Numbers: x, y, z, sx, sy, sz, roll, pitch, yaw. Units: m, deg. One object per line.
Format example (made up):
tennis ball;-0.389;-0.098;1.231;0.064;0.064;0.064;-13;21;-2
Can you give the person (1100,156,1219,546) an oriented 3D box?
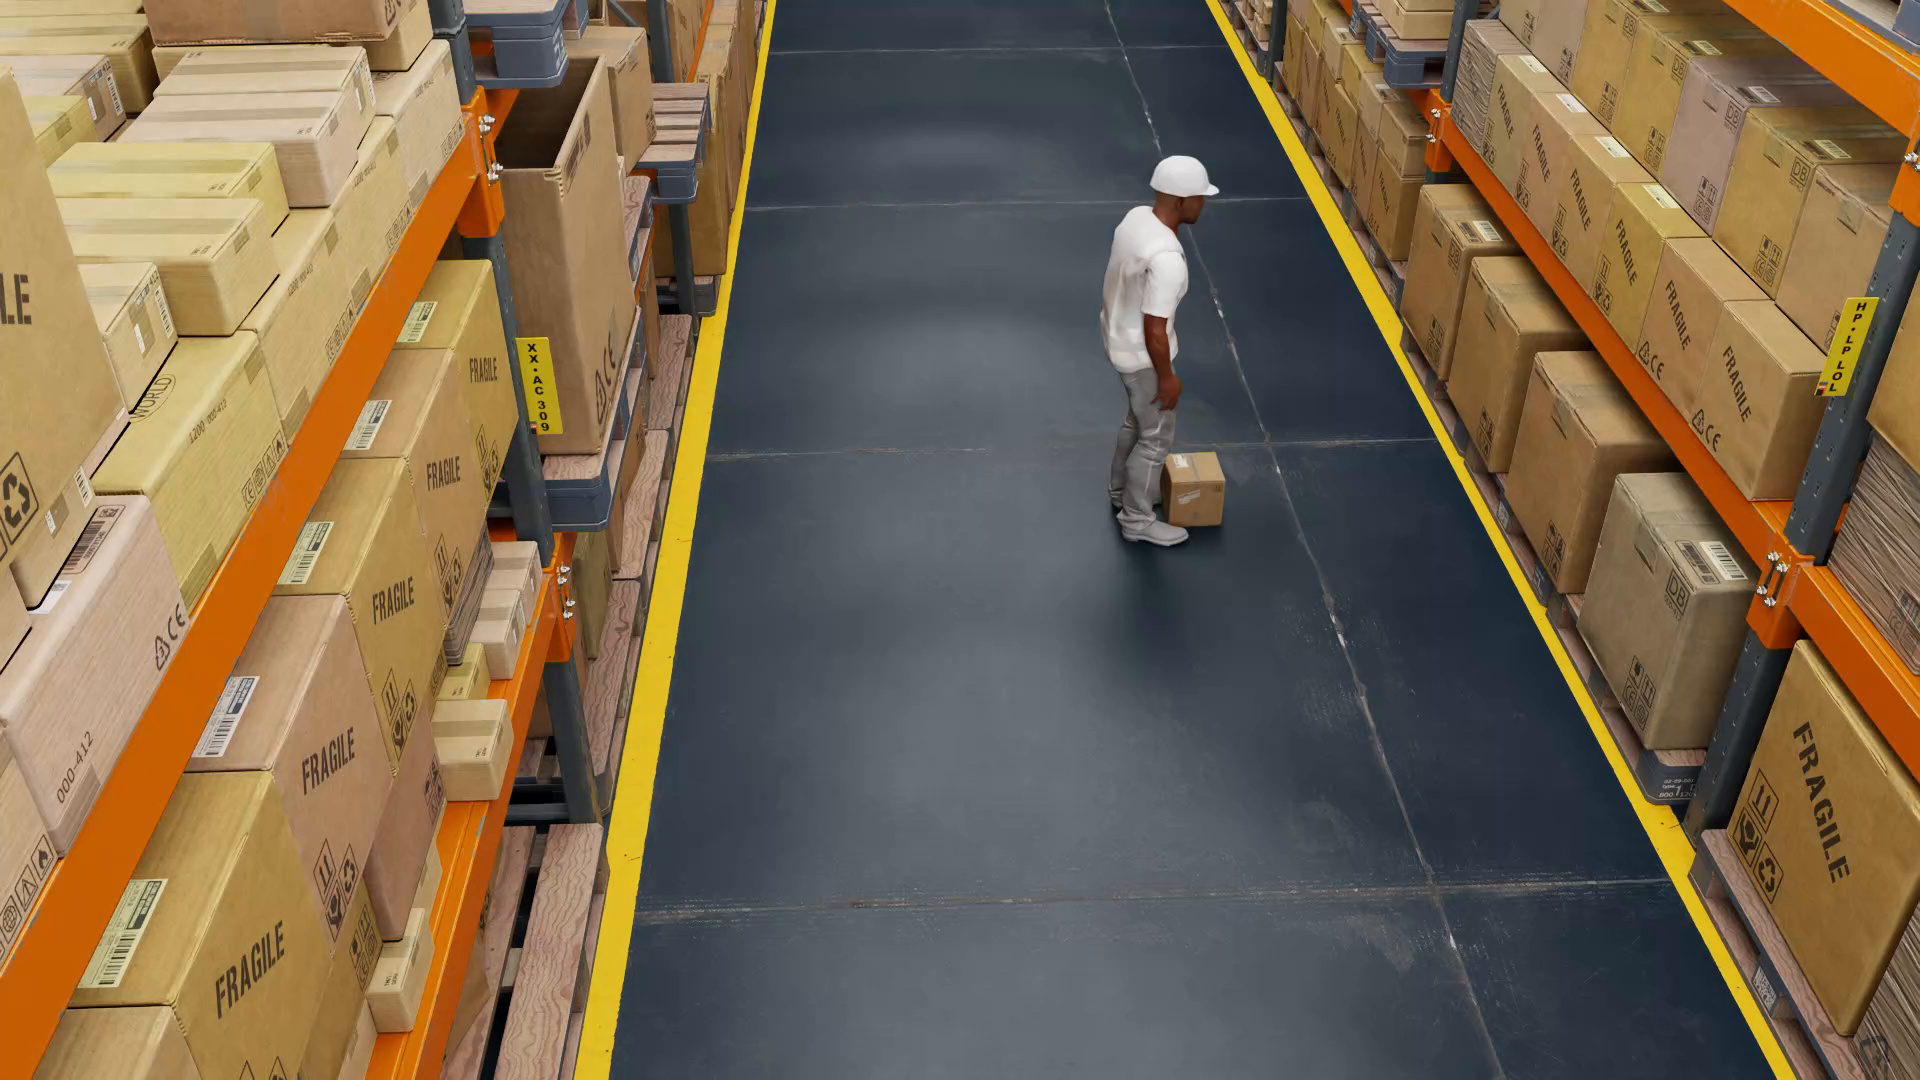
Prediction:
person;0.852;-0.841;7.330;0.462;1.759;0.622;-3;35;-4
